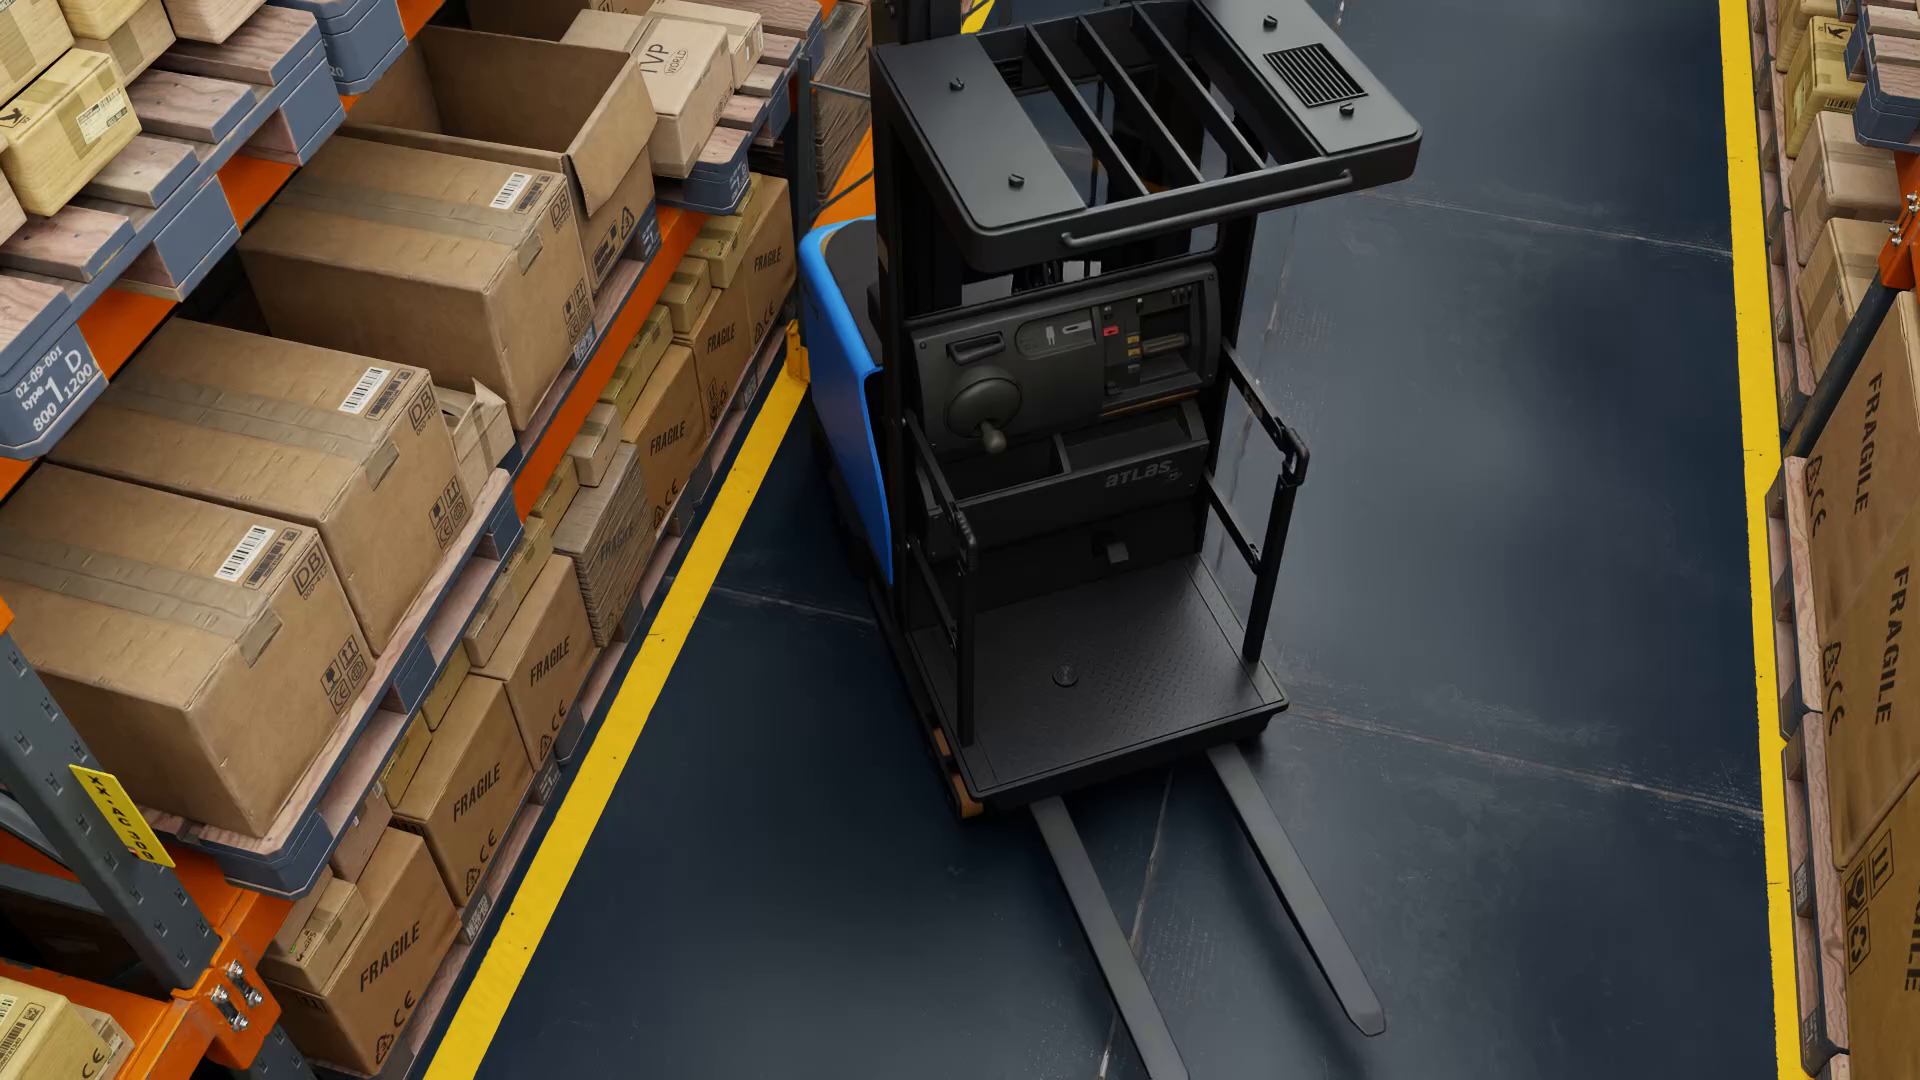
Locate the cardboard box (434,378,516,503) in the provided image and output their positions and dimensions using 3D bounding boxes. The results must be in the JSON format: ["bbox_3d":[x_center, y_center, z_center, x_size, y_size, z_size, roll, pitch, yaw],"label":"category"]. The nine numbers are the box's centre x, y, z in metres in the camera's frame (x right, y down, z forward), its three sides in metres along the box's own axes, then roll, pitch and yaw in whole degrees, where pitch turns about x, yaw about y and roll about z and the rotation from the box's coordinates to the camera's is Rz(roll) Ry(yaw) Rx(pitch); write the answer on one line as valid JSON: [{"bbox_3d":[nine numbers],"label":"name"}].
[{"bbox_3d":[-1.401,-0.305,4.328,0.396,0.266,0.258,14,50,12],"label":"cardboard box"}]

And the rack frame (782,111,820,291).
[{"bbox_3d":[-1.084,-2.174,6.168,1.000,3.000,0.127,12,50,10],"label":"rack frame"}]

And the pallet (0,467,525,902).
[{"bbox_3d":[-1.821,0.226,4.178,1.003,0.211,1.213,12,50,10],"label":"pallet"}]

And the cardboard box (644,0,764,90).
[{"bbox_3d":[-0.887,-1.679,5.619,0.380,0.149,0.250,12,50,11],"label":"cardboard box"}]

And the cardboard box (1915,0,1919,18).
[{"bbox_3d":[3.589,-1.936,5.845,0.380,0.149,0.250,11,50,10],"label":"cardboard box"}]

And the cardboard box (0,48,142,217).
[{"bbox_3d":[-1.573,-0.680,2.670,0.380,0.149,0.250,12,50,10],"label":"cardboard box"}]

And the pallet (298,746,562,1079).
[{"bbox_3d":[-1.959,1.046,5.186,1.003,0.211,1.213,12,50,10],"label":"pallet"}]

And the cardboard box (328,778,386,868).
[{"bbox_3d":[-1.764,0.690,4.397,0.380,0.149,0.250,9,49,8],"label":"cardboard box"}]

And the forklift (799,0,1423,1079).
[{"bbox_3d":[0.393,-0.415,4.661,1.130,2.935,3.031,-15,50,-13],"label":"forklift"}]

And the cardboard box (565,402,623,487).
[{"bbox_3d":[-1.346,-0.340,5.504,0.380,0.149,0.250,9,49,8],"label":"cardboard box"}]

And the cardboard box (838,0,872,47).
[{"bbox_3d":[-0.742,-2.450,7.715,0.875,0.625,0.625,13,50,11],"label":"cardboard box"}]

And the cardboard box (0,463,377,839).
[{"bbox_3d":[-1.794,0.241,3.690,0.700,0.500,0.500,13,50,11],"label":"cardboard box"}]

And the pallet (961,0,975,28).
[{"bbox_3d":[-0.507,-2.719,8.509,1.003,0.211,1.213,12,50,10],"label":"pallet"}]

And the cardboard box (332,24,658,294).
[{"bbox_3d":[-1.335,-1.130,4.898,0.797,0.503,0.637,11,49,9],"label":"cardboard box"}]

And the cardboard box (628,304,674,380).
[{"bbox_3d":[-1.237,-0.726,5.845,0.380,0.149,0.250,13,50,11],"label":"cardboard box"}]

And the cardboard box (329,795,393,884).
[{"bbox_3d":[-1.788,0.770,4.524,0.380,0.149,0.250,10,49,9],"label":"cardboard box"}]

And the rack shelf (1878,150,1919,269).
[{"bbox_3d":[4.232,-2.406,6.853,1.077,0.370,4.000,12,50,10],"label":"rack shelf"}]

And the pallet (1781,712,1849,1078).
[{"bbox_3d":[3.102,1.160,5.085,1.003,0.211,1.213,12,50,10],"label":"pallet"}]

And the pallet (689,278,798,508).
[{"bbox_3d":[-1.317,-0.719,6.744,1.003,0.211,1.213,12,50,10],"label":"pallet"}]

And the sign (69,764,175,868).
[{"bbox_3d":[-1.611,0.534,3.200,0.100,0.325,0.005,12,50,10],"label":"sign"}]

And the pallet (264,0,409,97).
[{"bbox_3d":[-1.628,-1.420,3.627,1.213,0.211,1.003,12,50,10],"label":"pallet"}]

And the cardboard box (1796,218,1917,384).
[{"bbox_3d":[3.864,-0.873,6.493,0.950,0.372,0.625,9,49,7],"label":"cardboard box"}]

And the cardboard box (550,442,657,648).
[{"bbox_3d":[-1.384,-0.019,5.654,0.500,0.500,0.500,10,49,9],"label":"cardboard box"}]

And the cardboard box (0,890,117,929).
[{"bbox_3d":[-2.318,0.870,4.436,0.380,0.149,0.250,10,49,9],"label":"cardboard box"}]

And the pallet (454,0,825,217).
[{"bbox_3d":[-1.195,-1.607,5.795,1.213,0.211,1.003,12,50,10],"label":"pallet"}]

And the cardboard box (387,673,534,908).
[{"bbox_3d":[-1.662,0.715,5.006,0.500,0.500,0.500,11,49,10],"label":"cardboard box"}]

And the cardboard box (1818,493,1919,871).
[{"bbox_3d":[3.205,0.494,4.950,0.875,0.875,0.875,12,50,10],"label":"cardboard box"}]

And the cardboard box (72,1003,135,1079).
[{"bbox_3d":[-1.977,1.083,3.461,0.380,0.149,0.250,12,50,11],"label":"cardboard box"}]

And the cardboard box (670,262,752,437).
[{"bbox_3d":[-1.130,-0.778,6.323,0.500,0.500,0.500,11,49,9],"label":"cardboard box"}]

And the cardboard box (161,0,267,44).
[{"bbox_3d":[-1.452,-1.049,2.995,0.380,0.149,0.250,12,50,11],"label":"cardboard box"}]

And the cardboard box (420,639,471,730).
[{"bbox_3d":[-1.672,0.381,4.867,0.380,0.149,0.250,11,49,9],"label":"cardboard box"}]

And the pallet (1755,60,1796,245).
[{"bbox_3d":[4.236,-1.719,7.627,1.003,0.211,1.213,12,50,10],"label":"pallet"}]

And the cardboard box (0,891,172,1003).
[{"bbox_3d":[-2.293,0.994,4.759,0.500,0.500,0.500,11,50,10],"label":"cardboard box"}]

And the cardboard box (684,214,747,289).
[{"bbox_3d":[-1.012,-1.090,6.166,0.380,0.149,0.250,9,49,8],"label":"cardboard box"}]

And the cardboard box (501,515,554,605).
[{"bbox_3d":[-1.503,0.029,5.178,0.380,0.149,0.250,13,50,11],"label":"cardboard box"}]

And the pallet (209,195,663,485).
[{"bbox_3d":[-1.592,-0.703,4.998,1.003,0.211,1.213,12,50,10],"label":"pallet"}]

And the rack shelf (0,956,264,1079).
[{"bbox_3d":[-2.663,2.404,2.608,1.077,0.370,4.000,12,50,10],"label":"rack shelf"}]

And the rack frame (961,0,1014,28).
[{"bbox_3d":[-0.071,-1.831,6.838,0.500,1.500,0.032,16,50,8],"label":"rack frame"}]

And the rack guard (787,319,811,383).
[{"bbox_3d":[-0.409,-0.700,6.672,0.587,0.250,0.087,16,50,8],"label":"rack guard"}]

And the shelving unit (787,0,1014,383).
[{"bbox_3d":[-0.220,-1.459,6.510,0.587,1.500,1.083,16,50,8],"label":"shelving unit"}]

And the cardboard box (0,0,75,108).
[{"bbox_3d":[-1.634,-0.797,2.575,0.380,0.149,0.250,12,50,11],"label":"cardboard box"}]

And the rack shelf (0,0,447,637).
[{"bbox_3d":[-1.611,-1.482,4.037,1.077,0.370,4.000,12,50,10],"label":"rack shelf"}]

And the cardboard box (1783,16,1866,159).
[{"bbox_3d":[4.255,-1.956,7.448,0.950,0.372,0.625,13,50,11],"label":"cardboard box"}]
